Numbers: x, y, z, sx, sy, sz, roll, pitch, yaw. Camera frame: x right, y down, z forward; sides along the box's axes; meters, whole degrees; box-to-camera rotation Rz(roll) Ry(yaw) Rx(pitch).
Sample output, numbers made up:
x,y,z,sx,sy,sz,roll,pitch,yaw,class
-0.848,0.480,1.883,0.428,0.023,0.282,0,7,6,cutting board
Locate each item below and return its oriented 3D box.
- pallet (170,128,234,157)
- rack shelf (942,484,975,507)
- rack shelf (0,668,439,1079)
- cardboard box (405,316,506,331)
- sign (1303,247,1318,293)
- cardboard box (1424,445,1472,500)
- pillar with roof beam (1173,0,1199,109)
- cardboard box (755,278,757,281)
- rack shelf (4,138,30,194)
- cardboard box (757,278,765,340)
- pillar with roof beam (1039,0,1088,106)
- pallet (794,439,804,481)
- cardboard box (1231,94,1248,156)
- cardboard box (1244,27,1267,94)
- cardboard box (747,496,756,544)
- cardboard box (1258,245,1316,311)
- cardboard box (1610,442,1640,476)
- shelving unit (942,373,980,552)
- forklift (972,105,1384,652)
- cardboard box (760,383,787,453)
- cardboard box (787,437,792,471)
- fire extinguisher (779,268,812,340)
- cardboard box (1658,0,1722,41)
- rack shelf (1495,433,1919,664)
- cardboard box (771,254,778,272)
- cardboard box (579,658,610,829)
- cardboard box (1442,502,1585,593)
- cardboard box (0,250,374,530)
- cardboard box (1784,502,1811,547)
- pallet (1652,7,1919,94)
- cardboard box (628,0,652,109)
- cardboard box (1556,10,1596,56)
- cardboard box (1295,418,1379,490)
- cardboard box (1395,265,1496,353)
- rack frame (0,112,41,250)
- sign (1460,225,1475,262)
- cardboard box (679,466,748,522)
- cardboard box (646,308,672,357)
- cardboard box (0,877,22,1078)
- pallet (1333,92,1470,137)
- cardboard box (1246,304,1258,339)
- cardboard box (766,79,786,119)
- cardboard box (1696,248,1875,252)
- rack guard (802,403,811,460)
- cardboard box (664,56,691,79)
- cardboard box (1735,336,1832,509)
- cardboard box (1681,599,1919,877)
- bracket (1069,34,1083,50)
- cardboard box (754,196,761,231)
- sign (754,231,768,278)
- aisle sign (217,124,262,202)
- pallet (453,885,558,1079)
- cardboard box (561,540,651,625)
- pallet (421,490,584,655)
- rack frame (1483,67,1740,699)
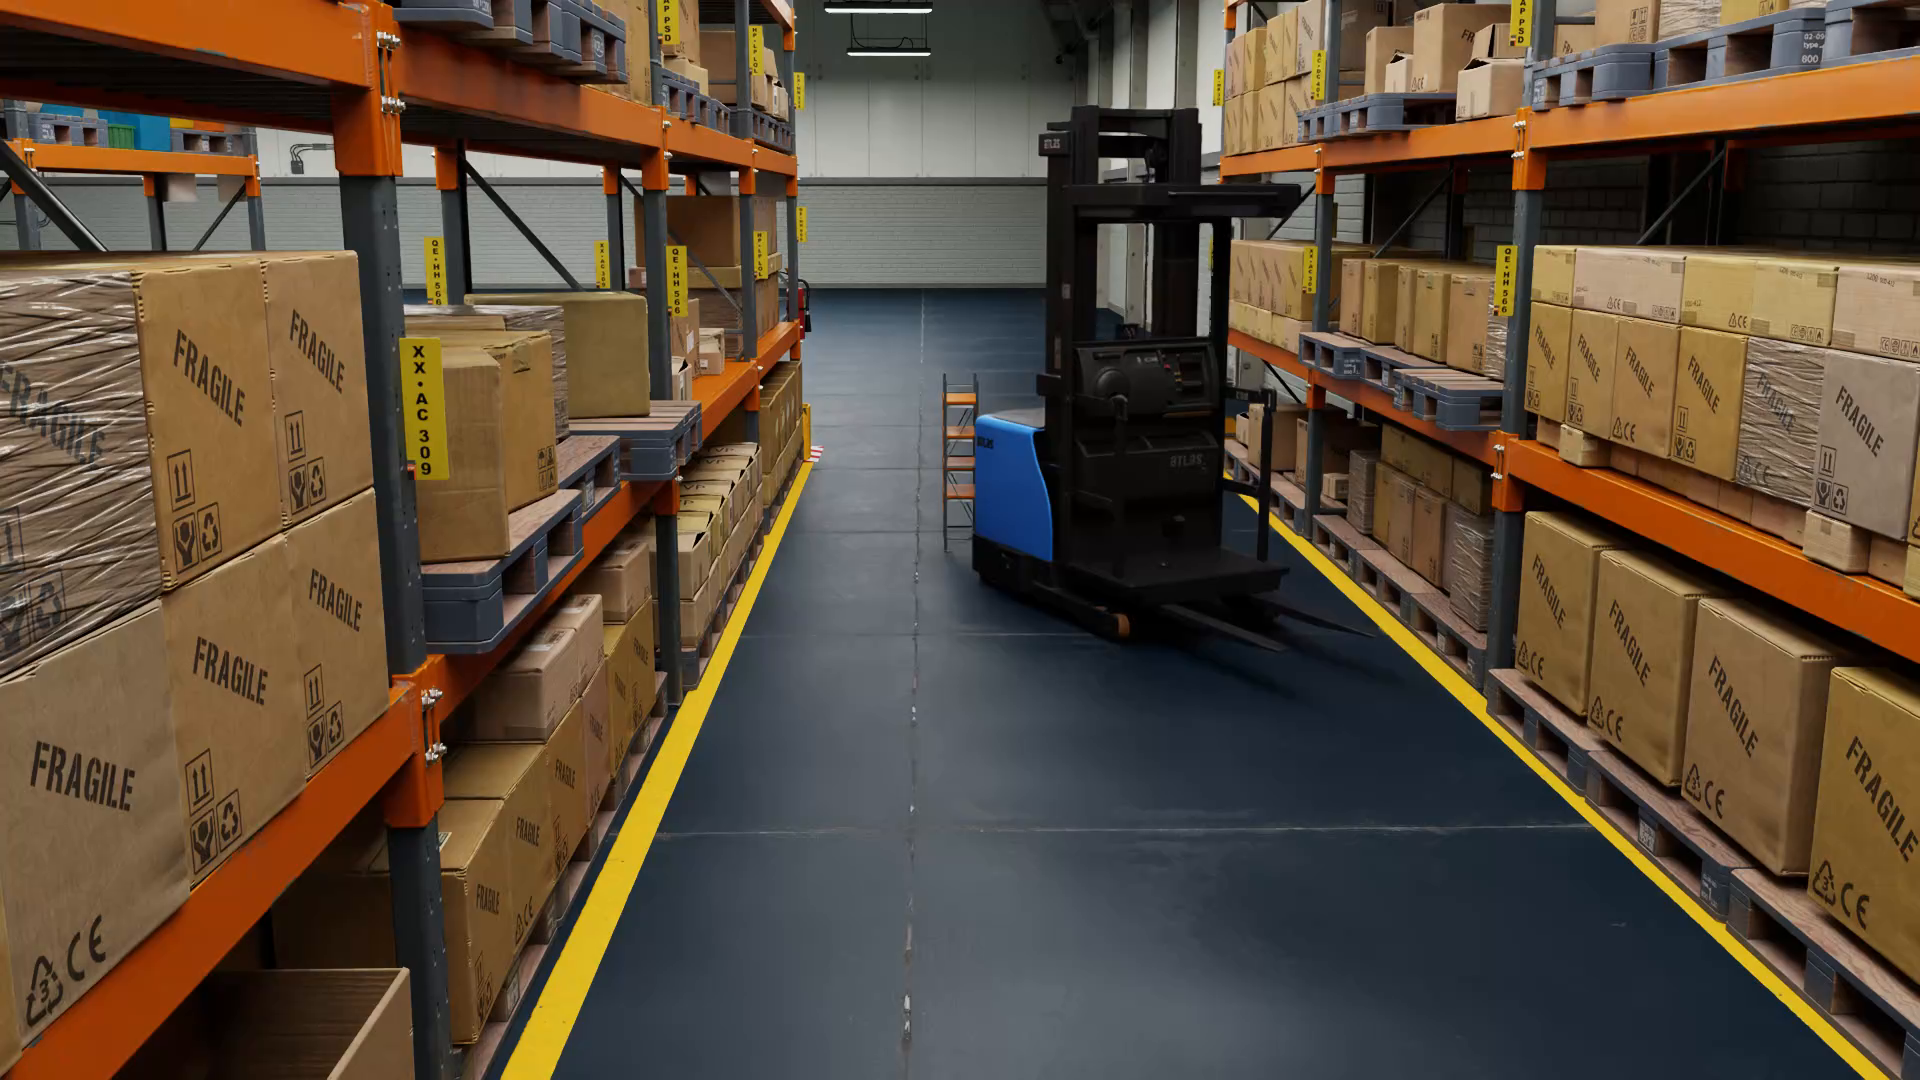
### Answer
x,y,z,sx,sy,sz,roll,pitch,yaw,class
-7.055,-3.450,14.449,1.003,0.211,1.213,0,11,-1,pallet
0.003,-0.295,11.830,0.258,0.148,0.480,0,11,-1,rack shelf
-1.733,0.879,1.991,1.077,0.370,4.000,0,11,-1,rack shelf
-1.872,-0.477,5.557,0.700,0.500,0.500,-3,12,-16,cardboard box
2.471,-1.903,11.717,0.100,0.325,0.005,0,11,-1,sign
3.064,-0.404,9.801,0.500,0.250,0.500,0,11,-1,cardboard box
-0.742,-7.450,26.147,9.100,9.000,0.400,0,11,-1,pillar with roof beam
-1.774,-2.086,12.912,0.380,0.149,0.250,-1,11,-3,cardboard box
-6.851,-2.162,9.435,1.077,0.370,4.000,0,11,-1,rack shelf
-1.991,-1.905,13.653,0.700,0.500,0.500,0,11,1,cardboard box
-1.114,-11.028,43.784,9.100,9.000,0.548,0,11,-1,pillar with roof beam
-1.964,-0.738,15.166,1.003,0.211,1.213,0,11,-1,pallet
2.663,-3.632,14.571,0.500,0.500,0.500,1,11,3,cardboard box
2.677,-4.017,13.955,0.500,0.500,0.500,0,11,0,cardboard box
-1.632,-0.138,11.053,0.500,0.250,0.500,0,11,-2,cardboard box
2.678,-2.078,13.200,0.500,0.500,0.500,-1,11,-3,cardboard box
2.917,-0.355,6.845,0.380,0.149,0.250,0,11,-2,cardboard box
0.003,-0.555,11.778,0.258,1.200,0.503,0,11,-1,shelving unit
1.195,-0.967,9.453,1.130,2.935,3.031,-6,13,-26,forklift
-1.657,-0.979,13.316,0.500,0.500,0.500,0,11,-1,cardboard box
-1.673,-0.711,13.880,0.500,0.250,0.500,0,11,-1,cardboard box
-1.560,-2.244,15.770,0.296,0.674,0.183,0,11,-1,fire extinguisher
3.227,-2.221,6.559,0.700,0.500,0.500,-1,12,-4,cardboard box
3.137,0.063,6.014,1.077,0.370,4.000,0,11,-1,rack shelf
-1.812,-2.445,14.685,0.380,0.149,0.250,0,11,-2,cardboard box
-1.575,0.735,6.071,0.500,0.500,0.500,-1,11,-3,cardboard box
3.134,0.076,9.319,0.700,0.500,0.500,0,11,-1,cardboard box
-1.505,-0.311,3.280,0.500,0.500,0.500,0,11,-1,cardboard box
2.896,-0.048,5.332,0.380,0.149,0.250,0,11,-1,cardboard box
3.188,-1.715,5.898,1.003,0.211,1.213,0,11,1,pallet
-1.814,-2.099,7.064,0.910,0.500,0.500,0,11,-1,cardboard box
3.311,-2.360,8.303,0.500,0.500,0.500,0,11,-1,cardboard box
2.952,-0.679,13.043,0.500,0.500,0.500,-1,12,-5,cardboard box
3.039,-1.404,10.077,0.700,0.500,0.500,1,12,7,cardboard box
-6.892,-1.442,11.621,1.000,3.000,0.127,0,11,-1,rack frame
3.568,-2.053,11.722,0.100,0.325,0.005,0,11,-1,sign
-1.620,-0.313,10.504,0.500,0.311,0.500,0,11,-1,cardboard box
-1.908,-1.049,9.432,0.500,0.500,0.500,-1,11,-4,cardboard box
-1.469,0.484,1.877,0.500,0.500,0.500,0,11,0,cardboard box
2.944,-2.531,9.919,1.213,0.211,1.003,0,11,-1,pallet
2.661,-1.811,13.766,0.500,0.250,0.500,0,11,-1,cardboard box
-1.723,-3.619,13.624,0.500,0.311,0.500,1,12,6,cardboard box
3.372,-1.067,6.840,0.500,0.250,0.500,-1,11,-3,cardboard box
-2.023,-1.036,15.909,1.175,0.500,0.348,0,11,-1,rack guard
-1.922,-2.832,10.251,0.500,0.250,0.500,-1,12,-7,cardboard box
2.895,-0.389,5.381,0.500,0.500,0.500,0,11,-1,cardboard box
3.014,0.650,5.660,0.750,0.750,0.750,0,11,1,cardboard box
2.897,-12.213,40.575,0.076,0.066,4.783,0,11,-1,bracket
-1.986,-2.534,13.489,0.700,0.500,0.500,0,11,-1,cardboard box
-1.397,-1.994,11.631,0.100,0.325,0.005,0,11,-1,sign
-6.679,-3.526,15.359,0.394,0.787,0.004,0,11,-1,aisle sign
-1.829,1.334,4.953,1.003,0.211,1.213,0,11,-1,pallet
-1.597,0.172,6.962,0.500,0.250,0.500,0,11,1,cardboard box
-1.682,0.064,4.684,1.003,0.211,1.213,0,11,-1,pallet
3.096,-0.687,7.903,1.000,3.000,0.127,0,11,-1,rack frame
